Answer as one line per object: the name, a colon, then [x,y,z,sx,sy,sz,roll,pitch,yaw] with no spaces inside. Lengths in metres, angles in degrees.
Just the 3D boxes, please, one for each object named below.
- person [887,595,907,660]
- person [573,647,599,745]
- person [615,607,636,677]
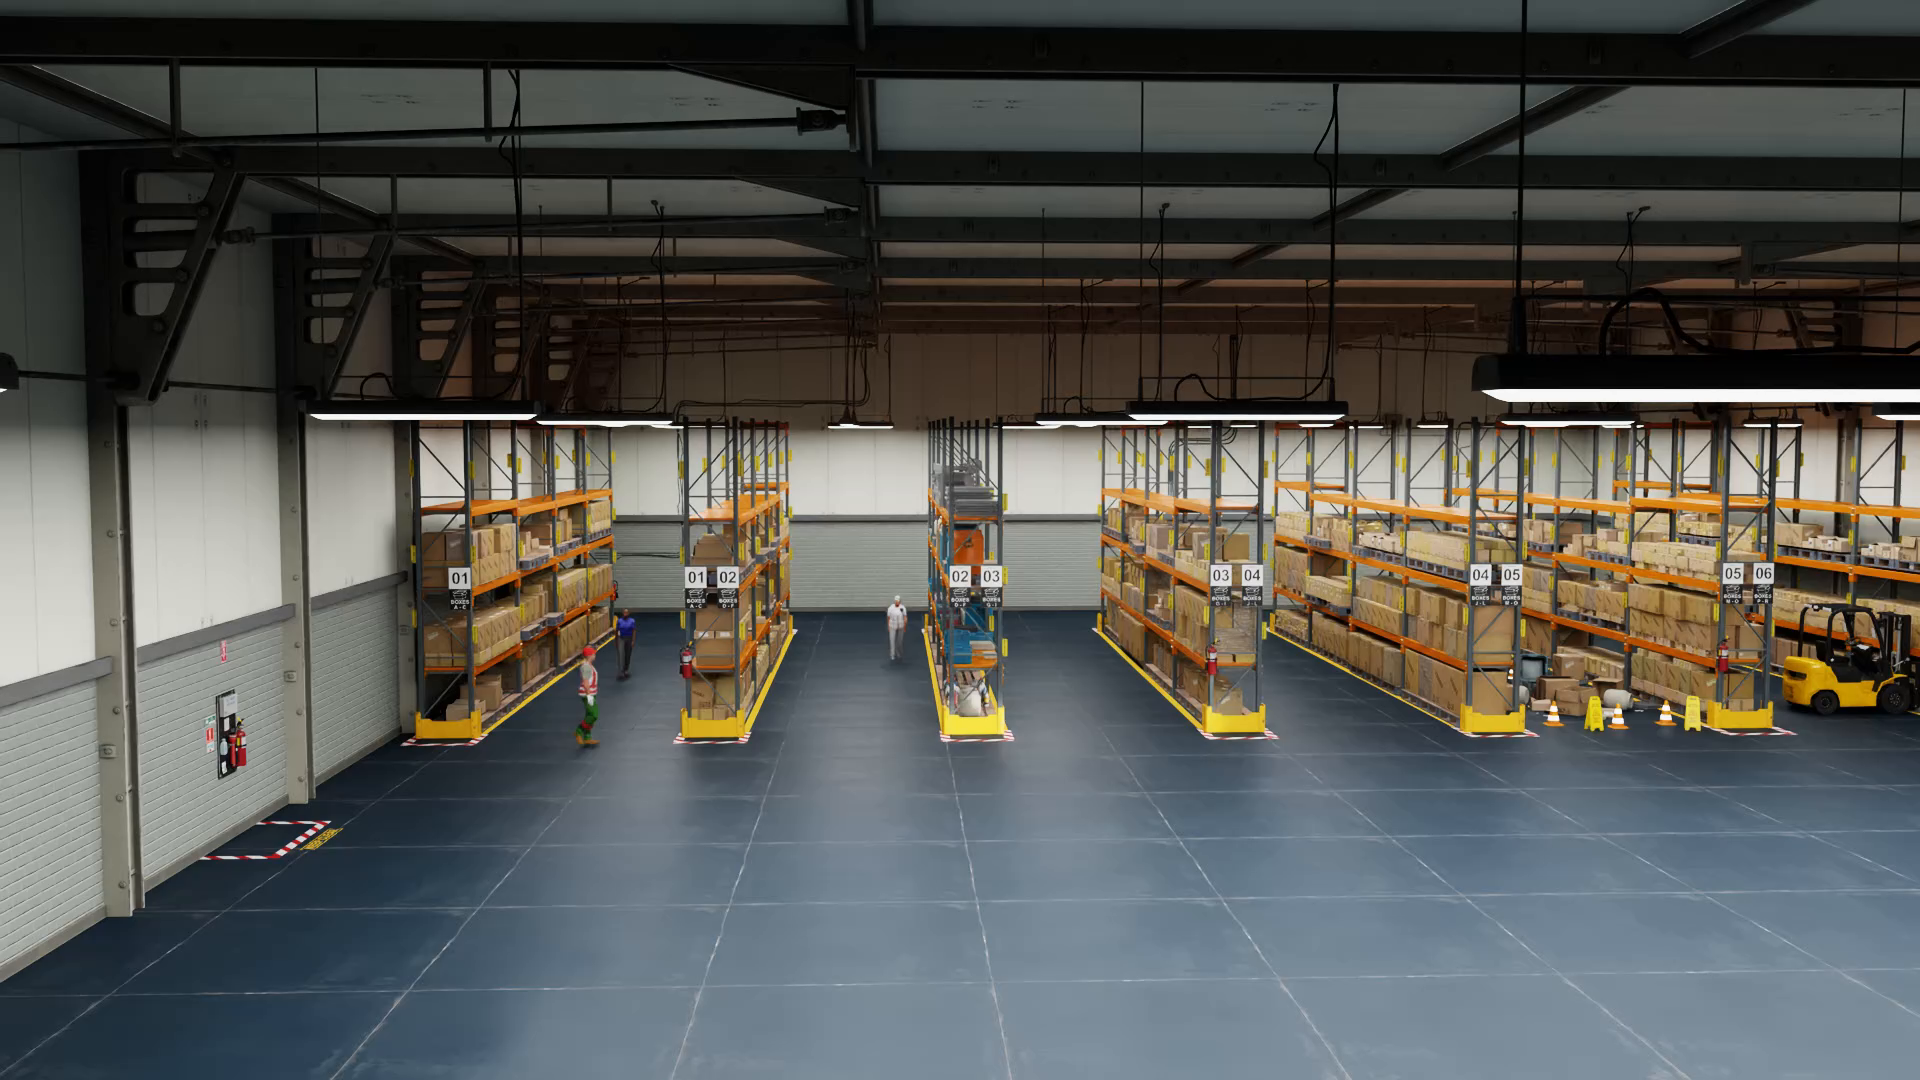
person: [-1.567,2.186,41.539,0.503,1.605,0.998,-1,4,-13]
person: [-6.794,2.836,30.259,0.473,1.788,0.567,0,4,0]
person: [-7.785,2.372,38.676,0.500,1.607,0.952,-2,4,-24]
